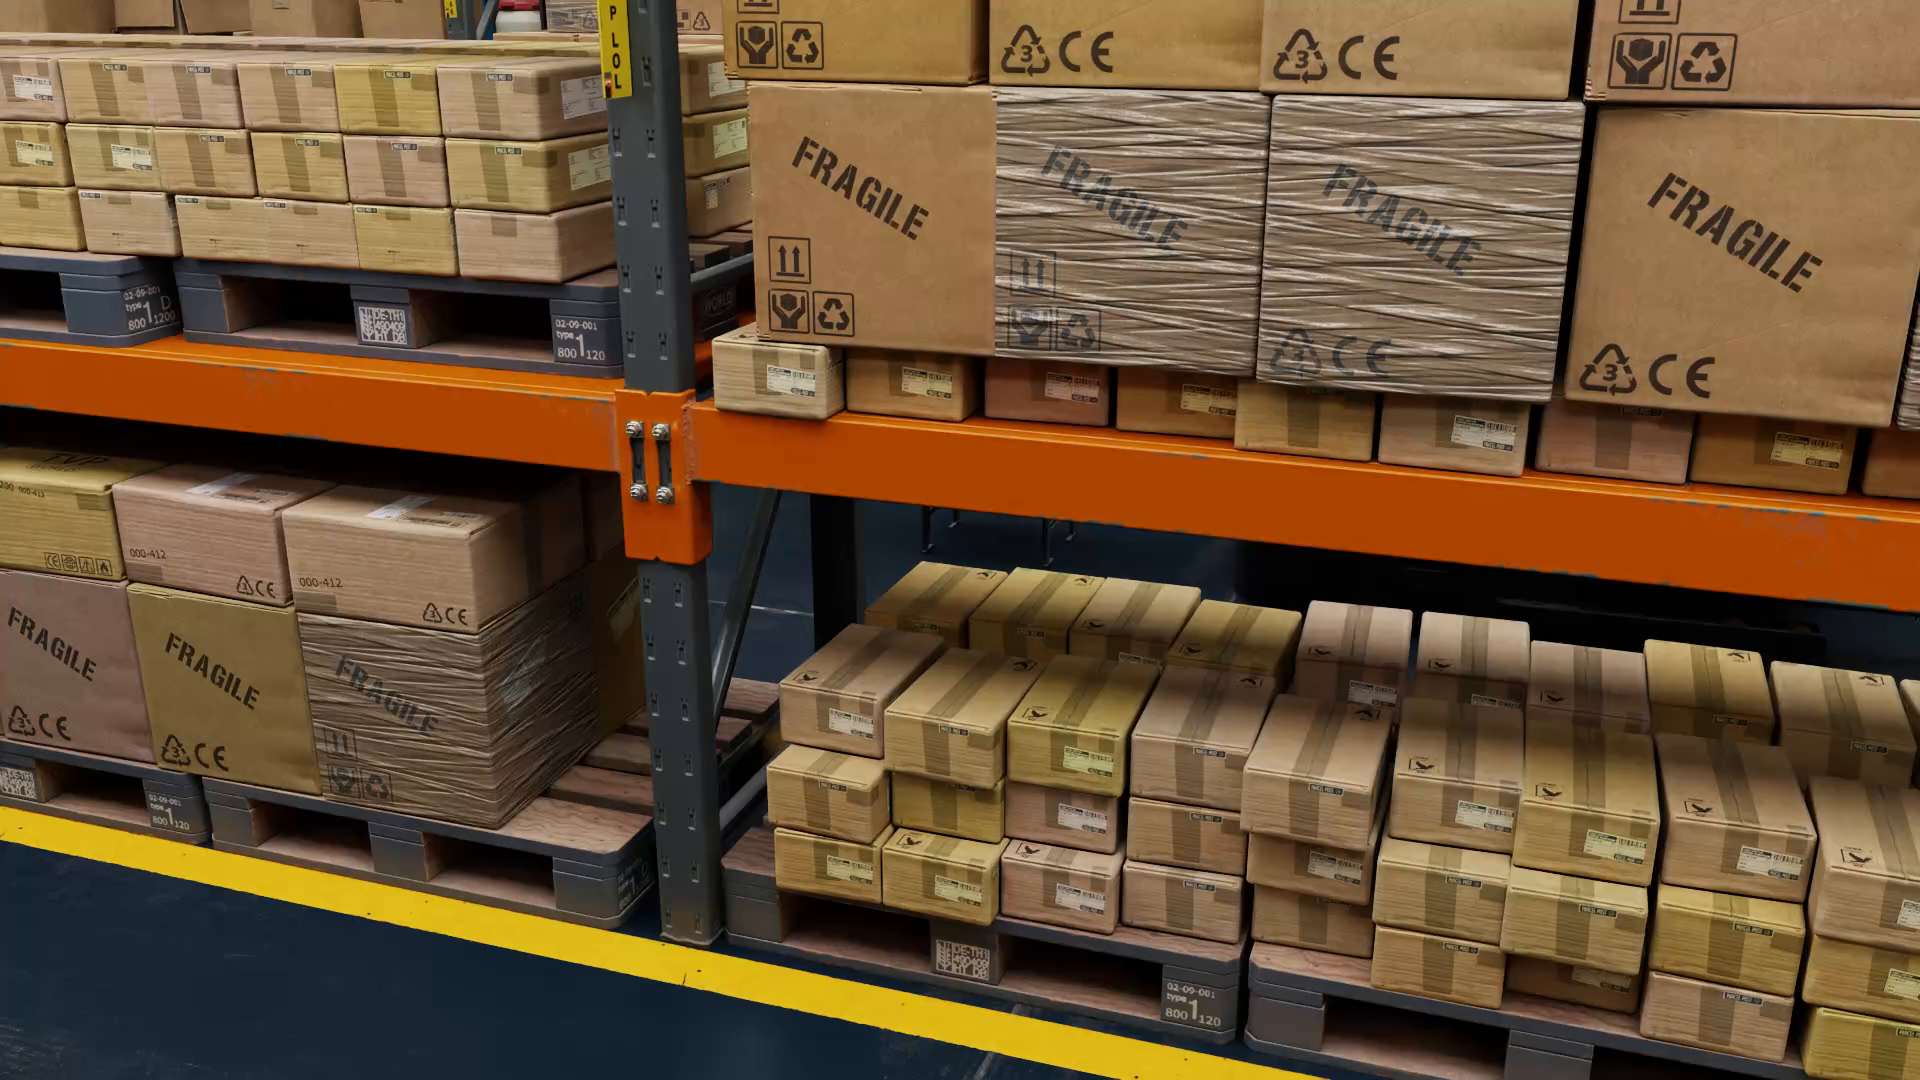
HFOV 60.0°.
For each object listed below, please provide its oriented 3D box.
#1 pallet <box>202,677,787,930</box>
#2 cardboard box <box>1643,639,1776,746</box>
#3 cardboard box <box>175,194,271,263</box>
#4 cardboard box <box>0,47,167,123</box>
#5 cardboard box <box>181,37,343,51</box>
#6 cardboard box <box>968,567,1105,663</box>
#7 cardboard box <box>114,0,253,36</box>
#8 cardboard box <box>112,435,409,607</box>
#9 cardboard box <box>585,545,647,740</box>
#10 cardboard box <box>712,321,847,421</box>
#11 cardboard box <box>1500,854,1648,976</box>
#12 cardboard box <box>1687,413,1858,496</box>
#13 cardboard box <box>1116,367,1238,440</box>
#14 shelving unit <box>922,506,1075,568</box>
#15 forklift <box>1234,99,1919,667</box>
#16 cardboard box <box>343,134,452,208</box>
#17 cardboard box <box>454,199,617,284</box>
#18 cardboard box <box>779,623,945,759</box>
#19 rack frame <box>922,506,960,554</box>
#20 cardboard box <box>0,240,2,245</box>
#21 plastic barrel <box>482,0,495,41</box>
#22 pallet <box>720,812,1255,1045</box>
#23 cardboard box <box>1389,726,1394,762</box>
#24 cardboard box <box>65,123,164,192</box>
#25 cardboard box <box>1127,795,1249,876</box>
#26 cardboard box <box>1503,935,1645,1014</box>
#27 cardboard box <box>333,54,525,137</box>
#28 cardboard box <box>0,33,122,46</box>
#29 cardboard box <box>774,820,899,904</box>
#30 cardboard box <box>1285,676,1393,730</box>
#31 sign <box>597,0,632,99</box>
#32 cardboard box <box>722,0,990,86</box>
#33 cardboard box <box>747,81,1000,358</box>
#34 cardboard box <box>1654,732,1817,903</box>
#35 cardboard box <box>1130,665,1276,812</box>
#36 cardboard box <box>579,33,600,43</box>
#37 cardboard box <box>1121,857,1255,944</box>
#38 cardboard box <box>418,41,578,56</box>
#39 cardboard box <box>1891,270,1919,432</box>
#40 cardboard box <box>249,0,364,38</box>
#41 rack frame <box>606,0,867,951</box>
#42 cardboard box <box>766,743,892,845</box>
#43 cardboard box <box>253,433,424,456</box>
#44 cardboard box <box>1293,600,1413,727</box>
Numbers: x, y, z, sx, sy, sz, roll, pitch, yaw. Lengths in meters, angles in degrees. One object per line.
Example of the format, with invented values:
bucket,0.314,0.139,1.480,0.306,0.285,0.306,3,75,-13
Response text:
pallet,-1.212,0.605,4.519,1.213,0.211,1.003,7,20,18
cardboard box,1.669,0.373,3.739,0.250,0.149,0.380,7,20,19
cardboard box,-1.634,-0.772,3.976,0.250,0.149,0.380,5,20,15
cardboard box,-2.151,-1.112,4.050,0.250,0.149,0.380,6,20,16
cardboard box,-1.919,-1.313,4.627,0.250,0.149,0.380,7,21,20
cardboard box,0.199,0.212,4.201,0.250,0.149,0.380,7,20,19
cardboard box,-4.642,-3.112,10.152,0.637,0.503,0.797,9,21,24
cardboard box,-1.744,-0.062,4.216,0.500,0.250,0.500,8,21,21
cardboard box,-1.087,0.192,4.628,0.500,0.500,0.500,7,21,20
cardboard box,-0.316,-0.377,3.482,0.250,0.149,0.380,7,21,20
cardboard box,1.220,0.681,3.306,0.250,0.149,0.380,7,20,19
cardboard box,1.457,-0.215,3.017,0.250,0.149,0.380,7,20,19
cardboard box,0.476,-0.329,3.343,0.250,0.149,0.380,6,20,16
shelving unit,0.156,-0.974,6.179,0.503,2.100,0.431,7,20,18
forklift,2.541,-1.110,5.404,3.031,2.867,1.129,5,20,15
cardboard box,-1.166,-0.858,3.772,0.250,0.149,0.380,7,20,18
cardboard box,-0.917,-0.689,3.739,0.250,0.149,0.380,6,20,17
cardboard box,-0.219,0.341,3.831,0.250,0.149,0.380,7,21,20
rack frame,-0.074,-1.000,6.255,0.015,2.100,0.400,7,20,18
cardboard box,-2.400,-0.857,4.223,0.250,0.149,0.380,6,20,16
plastic barrel,-4.419,-4.664,14.638,0.708,0.901,0.600,7,20,18
pallet,0.170,0.750,4.103,1.213,0.211,1.003,7,20,18
cardboard box,0.984,0.568,4.082,0.250,0.149,0.380,6,20,18
cardboard box,-1.905,-0.942,4.014,0.250,0.149,0.380,5,20,15
cardboard box,0.525,0.563,3.646,0.250,0.149,0.380,5,20,15
cardboard box,1.274,0.791,3.442,0.250,0.149,0.380,7,20,20
cardboard box,-1.174,-1.000,3.728,0.250,0.149,0.380,6,20,16
cardboard box,-2.678,-1.399,4.871,0.250,0.149,0.380,7,20,18
cardboard box,-0.238,0.659,3.821,0.250,0.149,0.380,6,20,16
cardboard box,0.896,0.443,3.991,0.250,0.149,0.380,7,20,19
sign,-0.655,-1.002,3.134,0.005,0.325,0.100,7,20,18
cardboard box,-0.130,-1.163,3.233,0.500,0.500,0.500,7,20,19
cardboard box,-0.091,-0.684,3.377,0.500,0.500,0.500,6,20,17
cardboard box,1.506,0.537,3.268,0.250,0.149,0.380,6,20,16
cardboard box,0.531,0.422,3.598,0.250,0.149,0.380,6,20,17
cardboard box,-1.674,-2.446,8.885,0.500,0.500,0.500,6,20,17
cardboard box,0.521,0.710,3.674,0.250,0.149,0.380,6,20,17
cardboard box,-1.204,-1.231,4.390,0.250,0.149,0.380,7,20,19
cardboard box,1.826,-0.461,2.738,0.500,0.500,0.500,7,20,18
cardboard box,-3.615,-2.912,9.583,0.500,0.500,0.700,10,21,26
rack frame,-0.476,-0.628,3.821,0.127,3.000,1.000,7,20,18
cardboard box,-0.239,0.518,3.774,0.250,0.149,0.380,8,21,21
cardboard box,-1.592,-0.219,4.667,0.500,0.250,0.500,7,20,20
cardboard box,0.943,0.289,3.979,0.250,0.149,0.380,6,20,15
